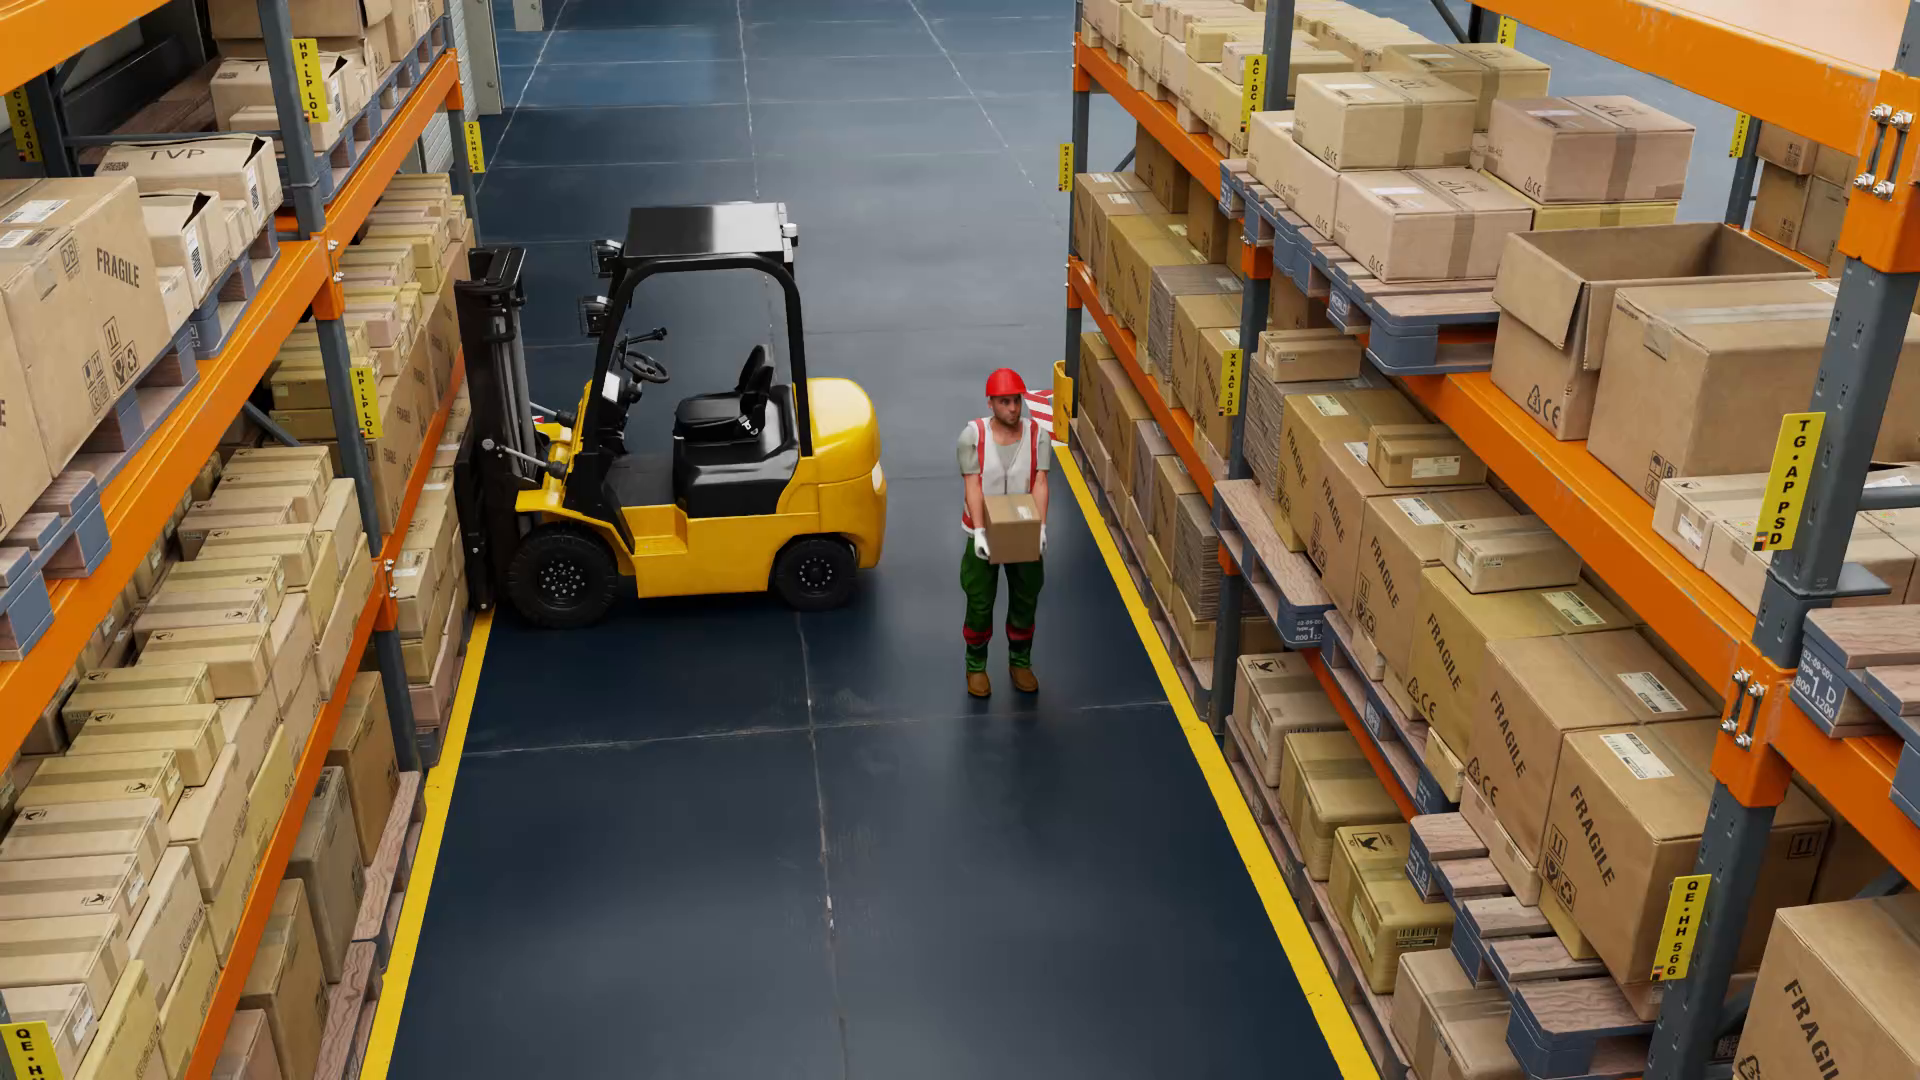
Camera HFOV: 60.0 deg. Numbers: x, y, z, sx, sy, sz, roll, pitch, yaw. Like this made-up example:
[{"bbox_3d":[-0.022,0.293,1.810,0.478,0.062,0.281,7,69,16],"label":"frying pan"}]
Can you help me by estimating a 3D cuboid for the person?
[{"bbox_3d":[0.246,0.011,8.574,0.494,1.783,0.567,-4,27,-8],"label":"person"}]
